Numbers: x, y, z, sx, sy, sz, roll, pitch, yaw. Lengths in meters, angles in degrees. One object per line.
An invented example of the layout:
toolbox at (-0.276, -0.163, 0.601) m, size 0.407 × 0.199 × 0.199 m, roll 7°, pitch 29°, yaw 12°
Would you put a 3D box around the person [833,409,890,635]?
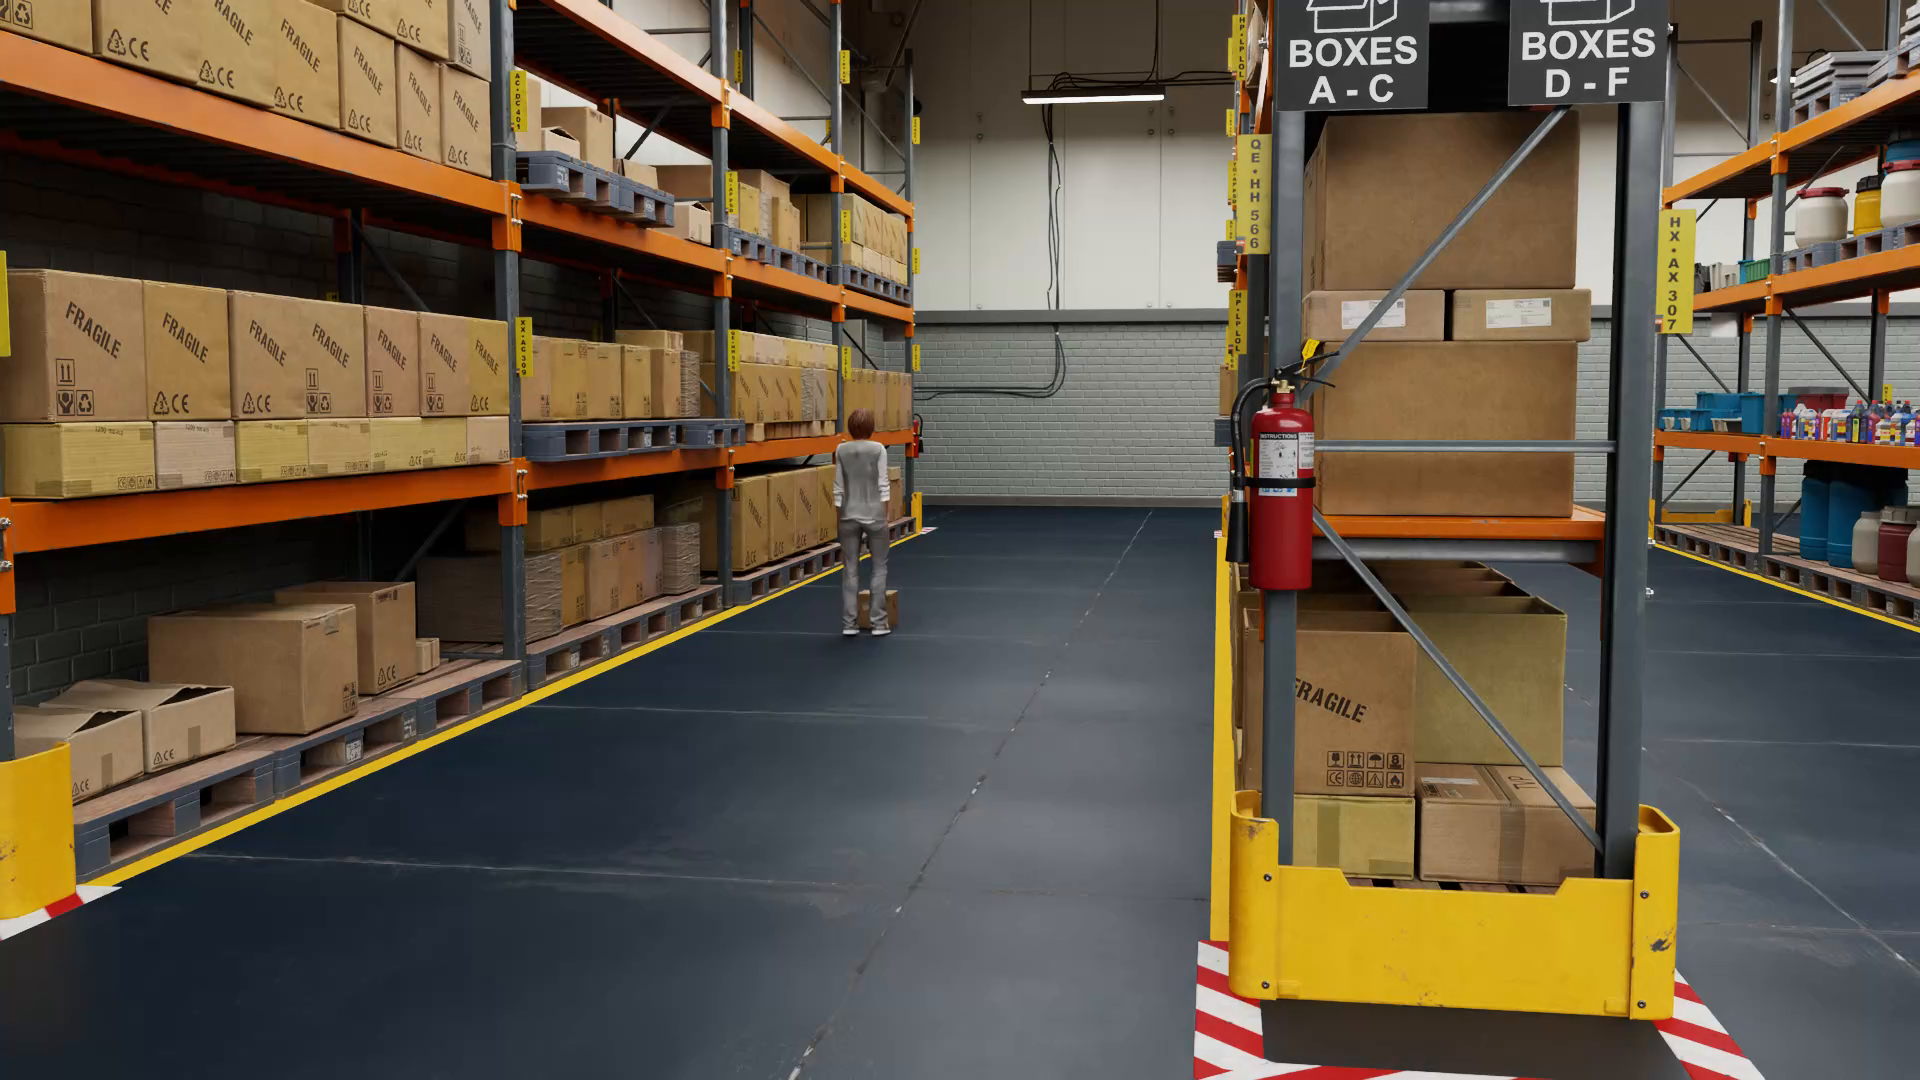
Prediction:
person at (-0.693, -0.117, 11.670) m, size 0.407 × 1.583 × 0.301 m, roll 1°, pitch 5°, yaw 10°
